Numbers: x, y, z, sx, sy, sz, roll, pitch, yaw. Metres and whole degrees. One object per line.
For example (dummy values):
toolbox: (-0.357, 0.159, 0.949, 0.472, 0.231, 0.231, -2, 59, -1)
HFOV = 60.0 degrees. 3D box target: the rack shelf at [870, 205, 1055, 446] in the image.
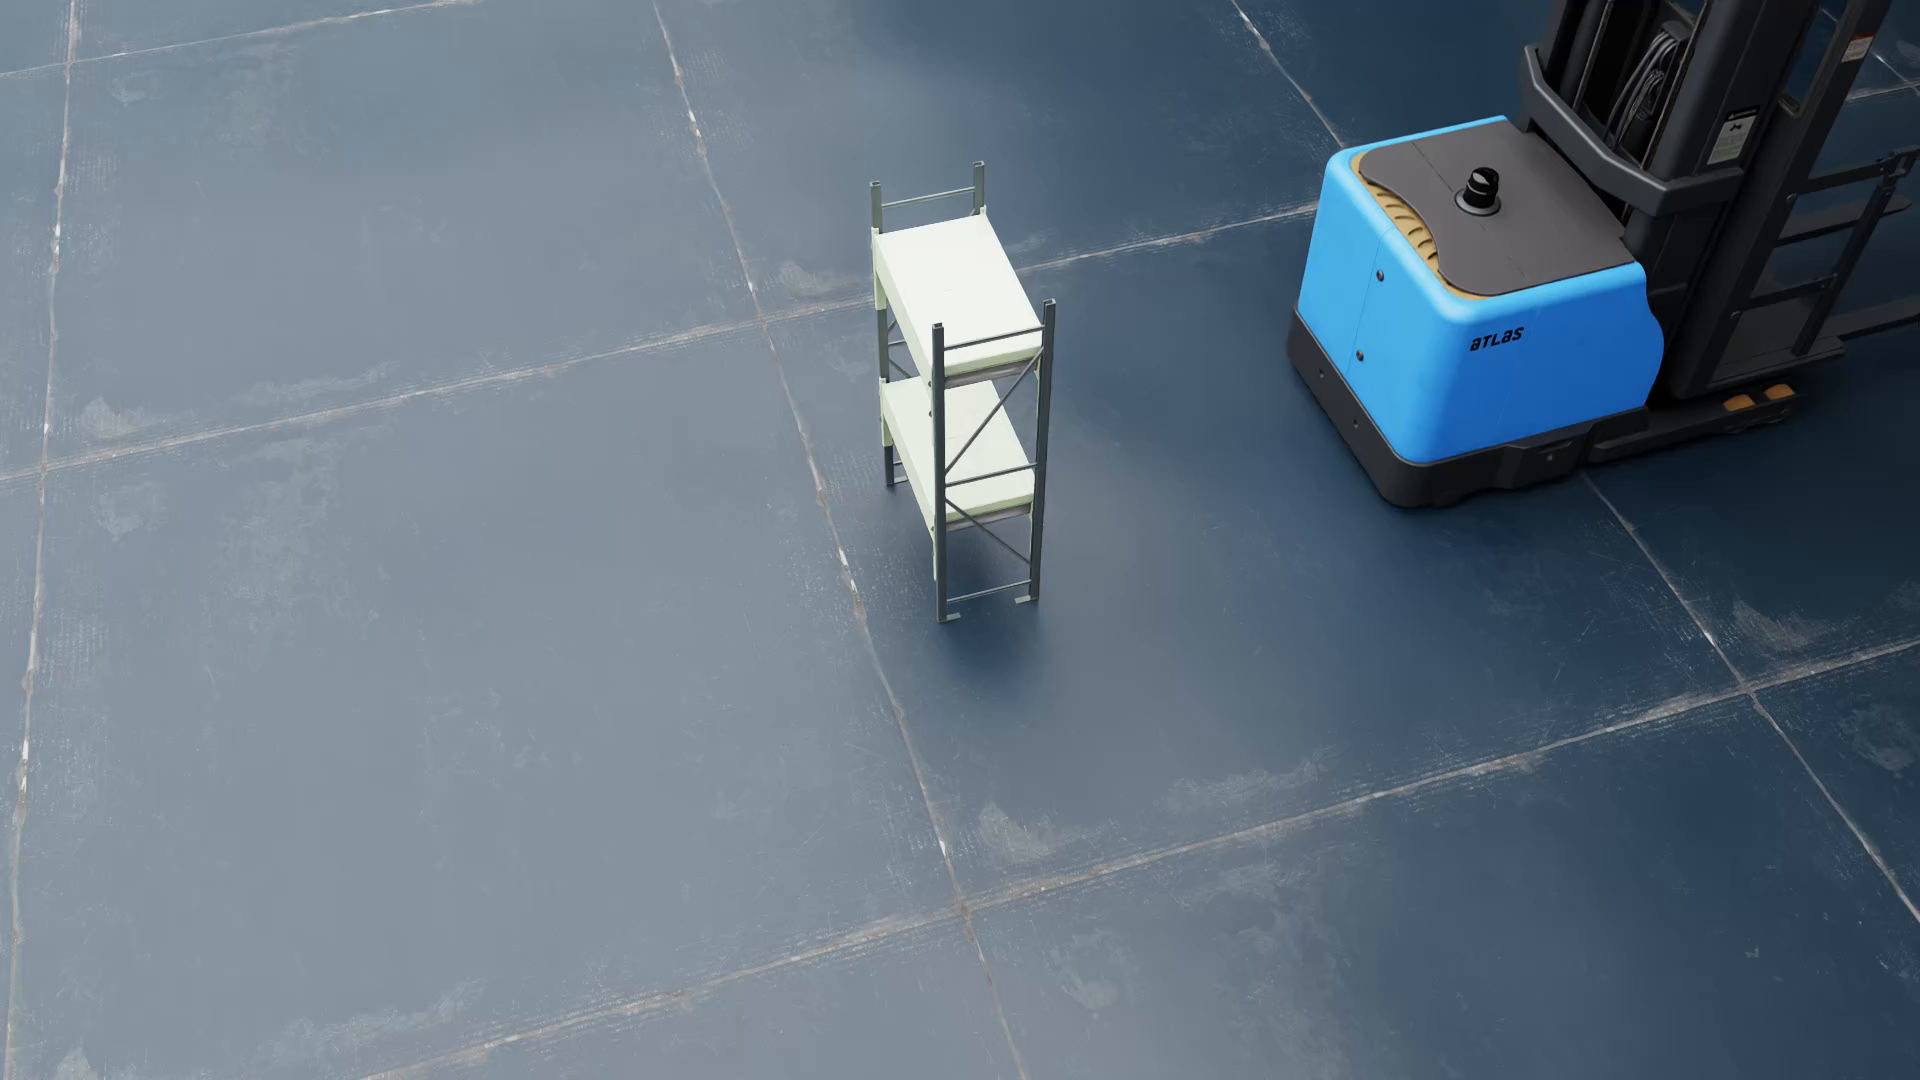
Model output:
rack shelf: (-0.002, -0.740, 5.672, 0.431, 0.370, 0.720, -13, 51, -11)

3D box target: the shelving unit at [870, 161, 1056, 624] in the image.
shelving unit: (-0.002, -0.488, 5.970, 0.431, 1.500, 0.755, -13, 51, -11)

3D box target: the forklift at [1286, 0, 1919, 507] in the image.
forklift: (2.971, -1.757, 6.103, 3.031, 2.935, 1.130, -15, 51, -12)

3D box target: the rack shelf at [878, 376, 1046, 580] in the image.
rack shelf: (-0.002, -0.278, 6.220, 0.431, 0.370, 0.720, -13, 51, -11)

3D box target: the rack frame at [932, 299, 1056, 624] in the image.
rack frame: (0.106, -0.221, 5.745, 0.400, 1.500, 0.023, -13, 51, -11)

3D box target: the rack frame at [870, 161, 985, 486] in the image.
rack frame: (-0.110, -0.756, 6.196, 0.400, 1.500, 0.023, -13, 51, -11)
